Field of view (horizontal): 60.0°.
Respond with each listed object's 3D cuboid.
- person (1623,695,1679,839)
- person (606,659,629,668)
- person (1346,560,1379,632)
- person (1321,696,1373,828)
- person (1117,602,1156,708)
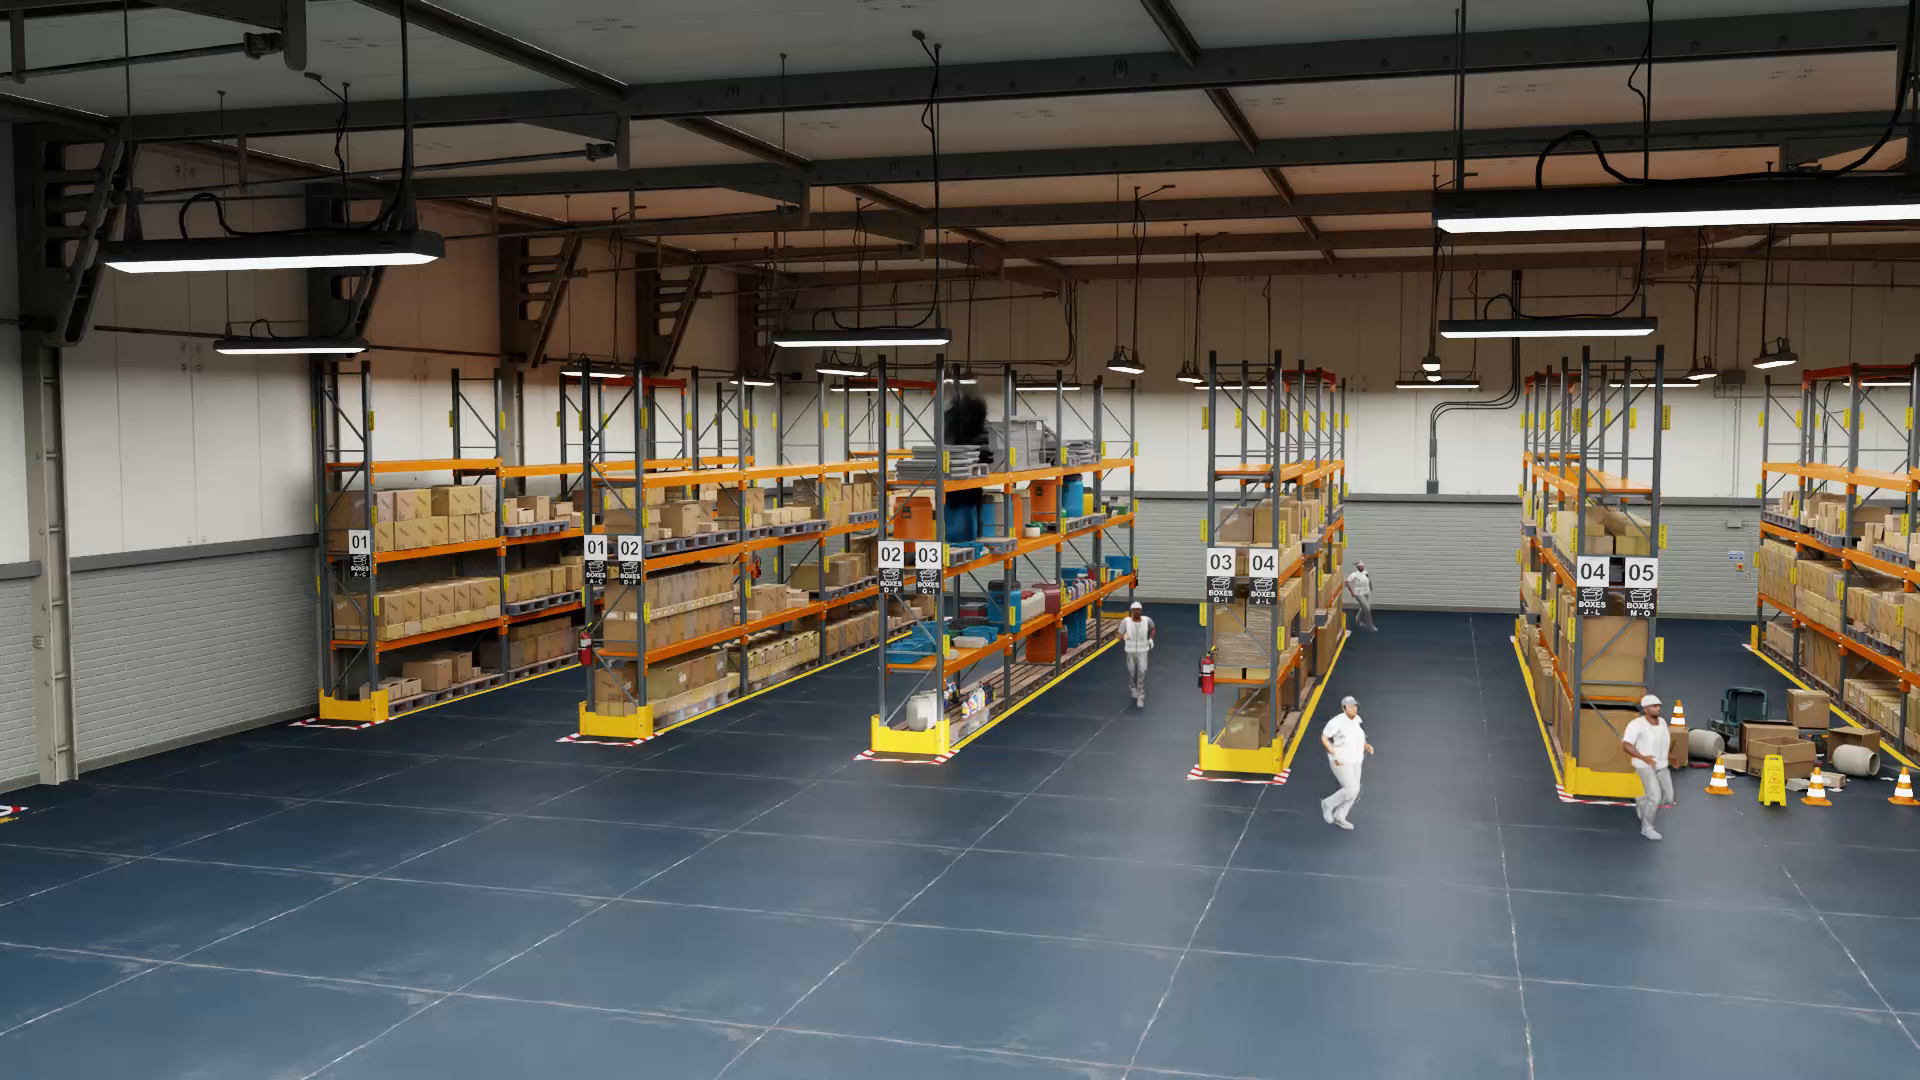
[{"bbox_3d":[8.307,2.717,20.041,0.703,1.723,0.588,-2,4,-22],"label":"person"},{"bbox_3d":[-6.160,1.989,30.090,0.579,1.810,0.864,0,4,6],"label":"person"},{"bbox_3d":[9.642,1.323,39.828,0.666,1.703,0.842,-3,5,-32],"label":"person"},{"bbox_3d":[4.791,2.733,20.445,0.592,1.636,0.561,-3,5,-34],"label":"person"},{"bbox_3d":[3.114,1.999,29.390,0.672,1.819,0.893,1,4,7],"label":"person"}]
